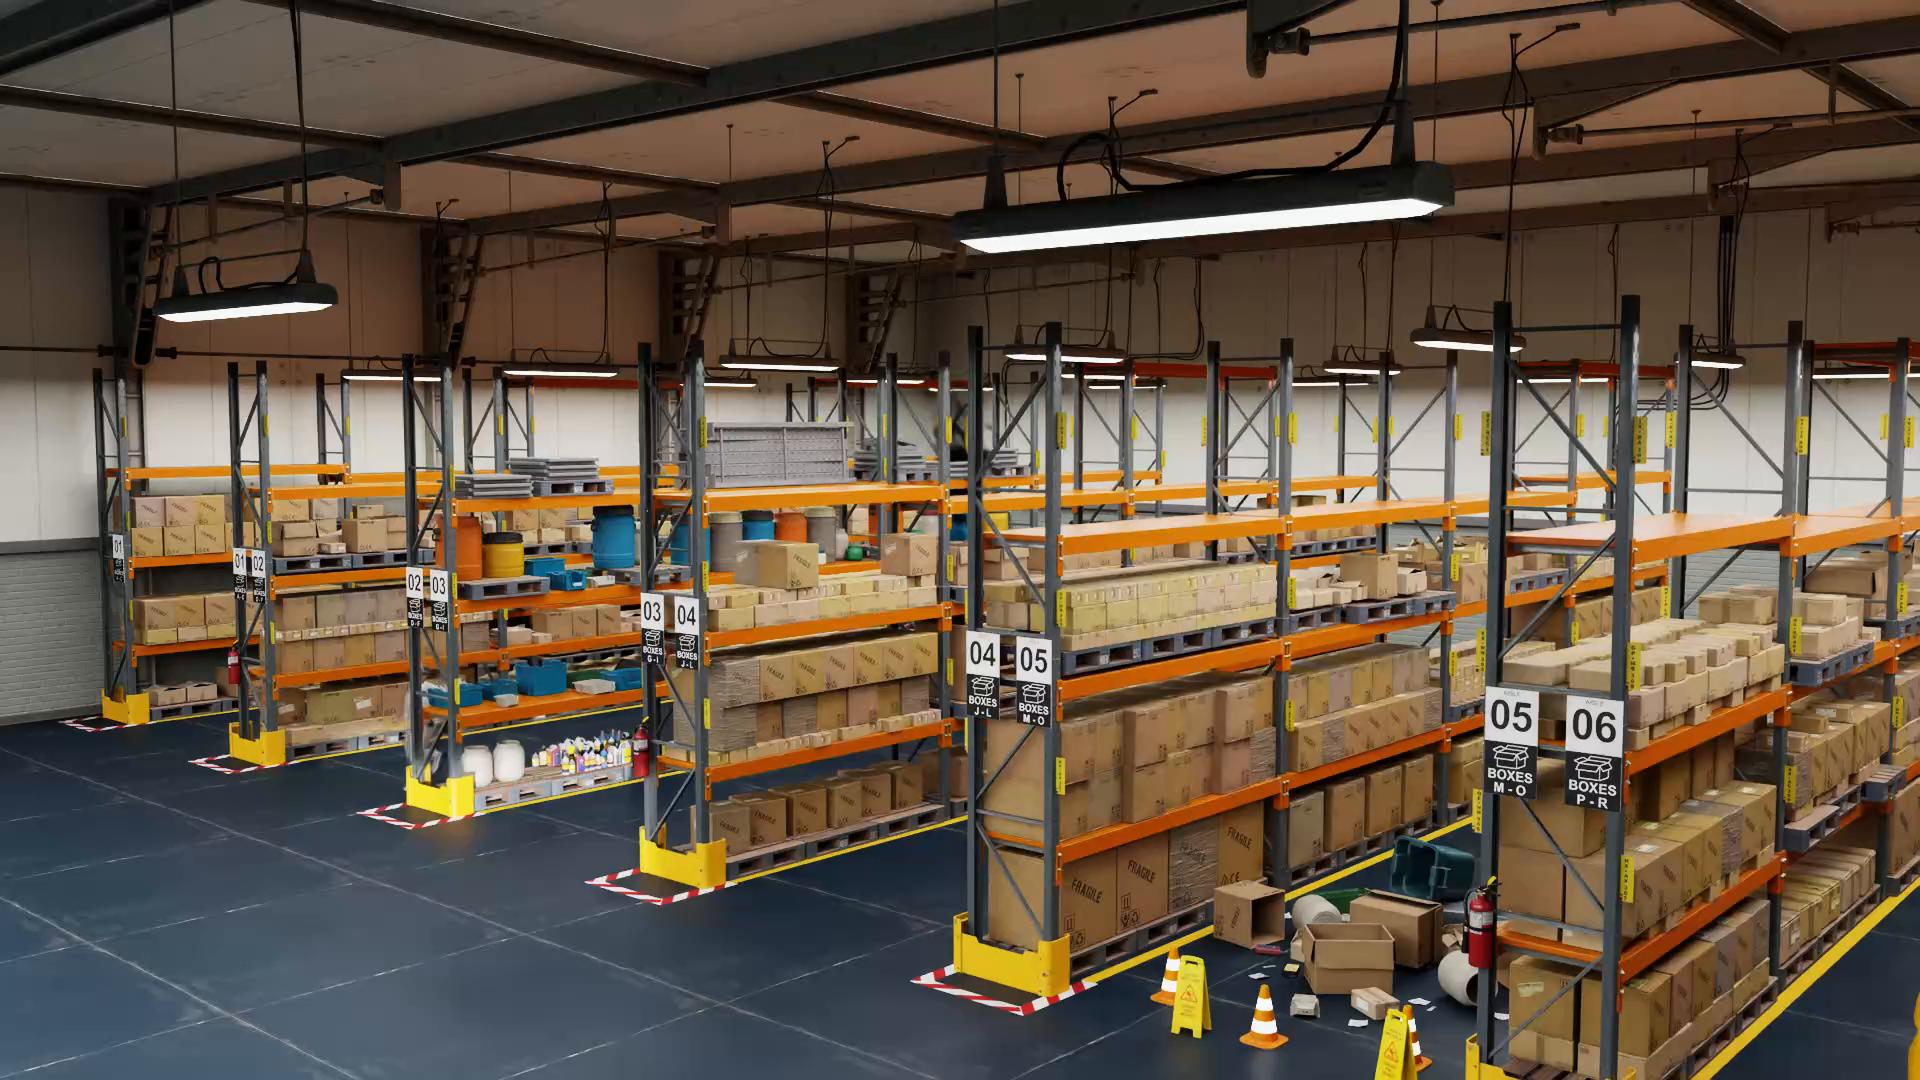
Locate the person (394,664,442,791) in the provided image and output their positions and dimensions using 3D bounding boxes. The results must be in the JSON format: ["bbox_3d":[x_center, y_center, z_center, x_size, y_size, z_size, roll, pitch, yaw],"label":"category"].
[{"bbox_3d":[-7.521,2.586,23.318,0.663,1.758,0.752,2,5,30],"label":"person"}]
